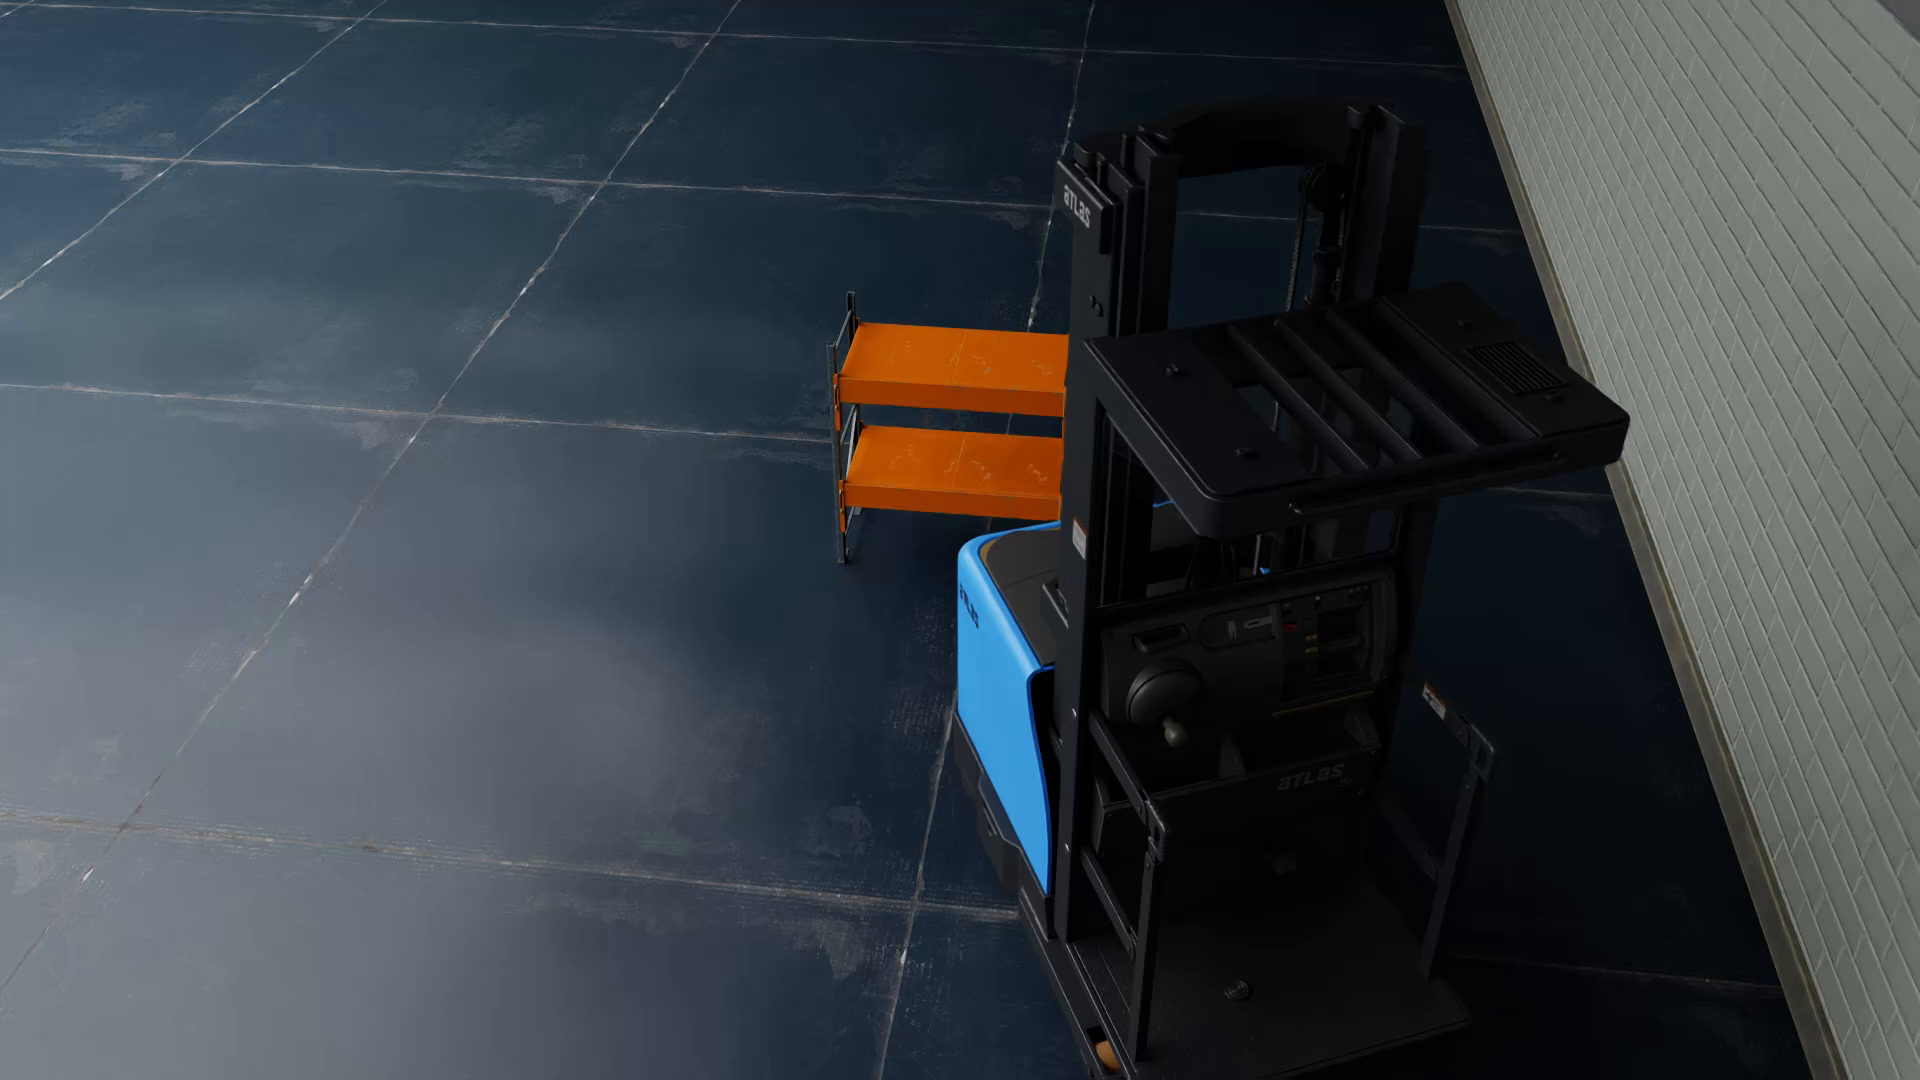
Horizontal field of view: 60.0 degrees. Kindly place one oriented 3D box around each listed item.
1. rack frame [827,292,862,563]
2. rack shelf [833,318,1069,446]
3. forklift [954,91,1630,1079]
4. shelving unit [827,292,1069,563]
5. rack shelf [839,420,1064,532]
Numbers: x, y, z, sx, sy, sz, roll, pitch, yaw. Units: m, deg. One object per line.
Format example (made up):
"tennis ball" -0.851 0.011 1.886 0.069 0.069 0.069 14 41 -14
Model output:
"rack frame" -0.511 -0.496 7.477 0.032 1.125 0.500 4 36 6
"rack shelf" -0.007 -0.697 7.254 1.000 0.278 0.538 4 36 6
"forklift" 0.914 0.404 4.661 1.130 2.935 3.031 -11 37 -15
"shelving unit" -0.007 -0.458 7.424 1.048 1.125 0.538 4 36 6
"rack shelf" -0.007 -0.259 7.566 1.000 0.278 0.538 4 36 6
